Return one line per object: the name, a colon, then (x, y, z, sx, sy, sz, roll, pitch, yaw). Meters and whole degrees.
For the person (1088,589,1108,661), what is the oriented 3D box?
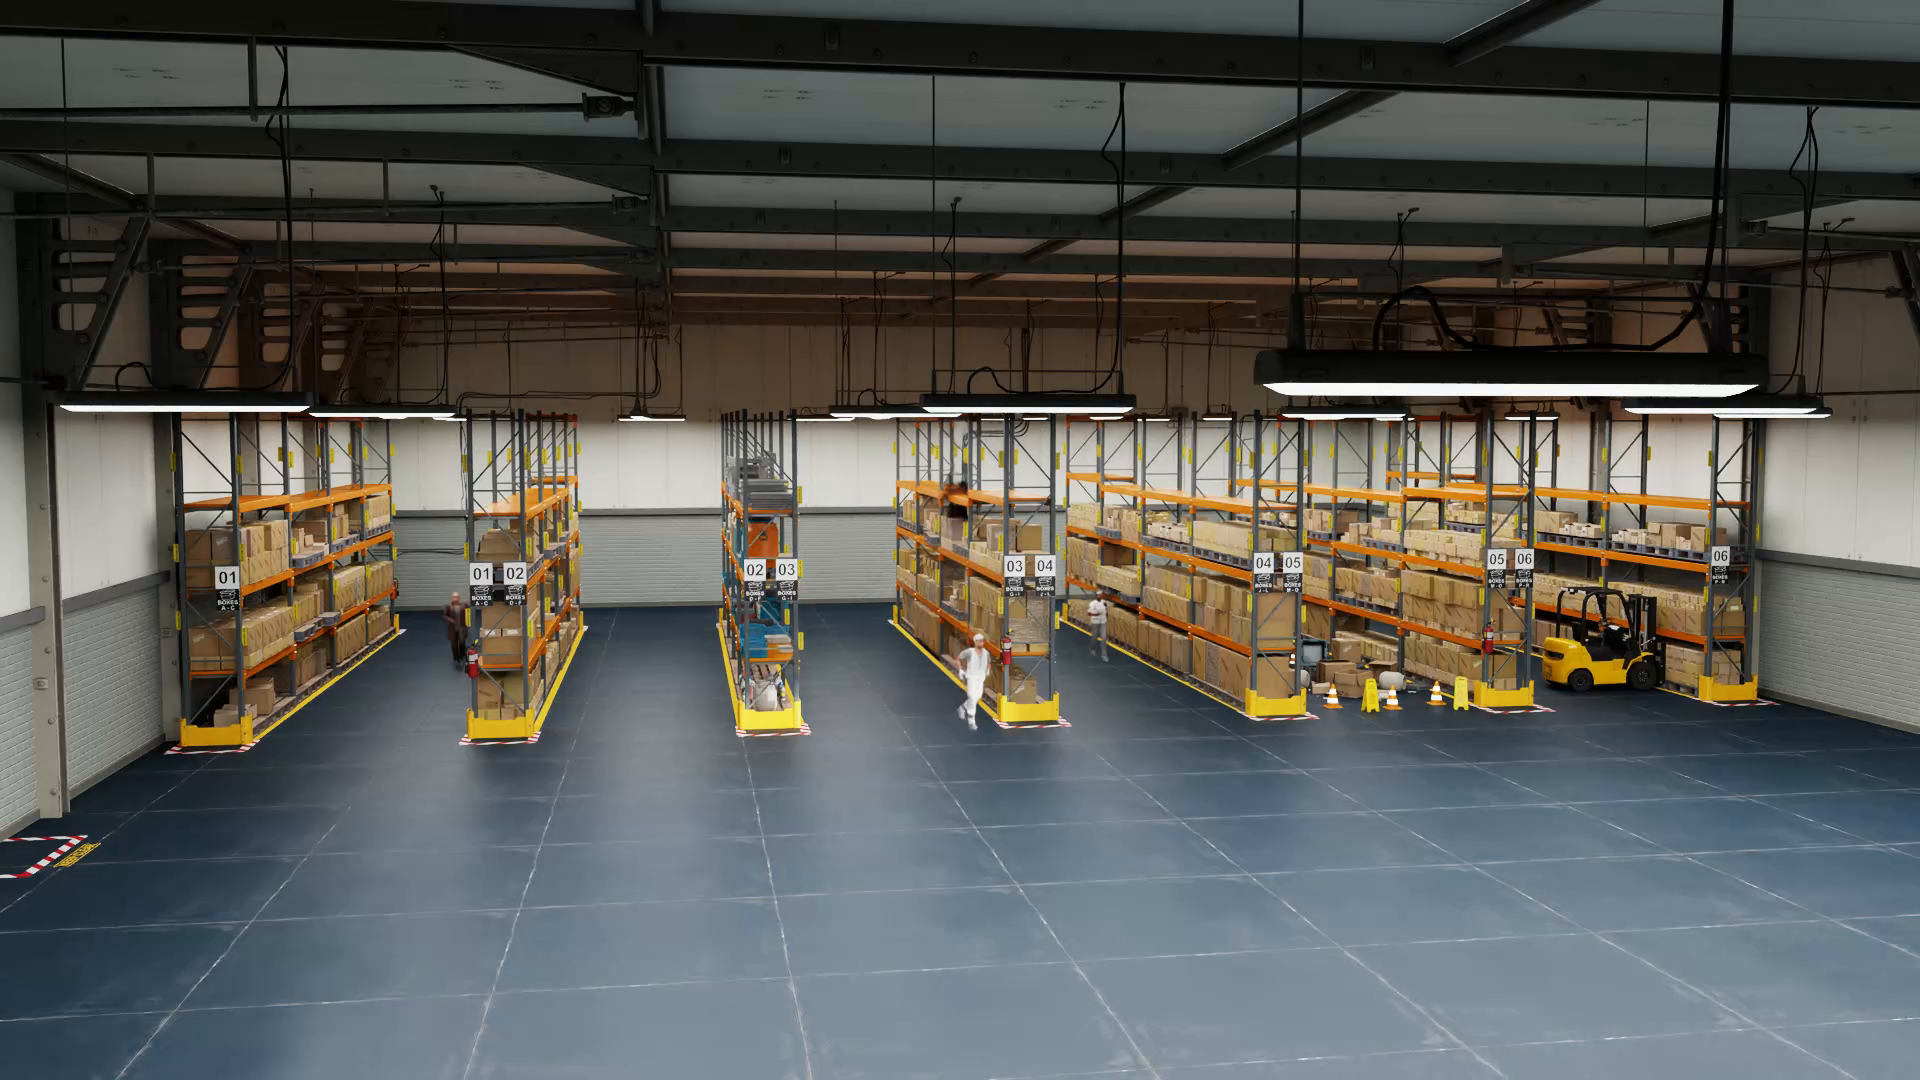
person: (3.366, 2.042, 40.410, 0.576, 1.717, 0.890, -1, 4, -13)

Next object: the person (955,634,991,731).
person: (0.270, 2.659, 31.487, 0.707, 1.776, 0.899, -2, 5, -29)

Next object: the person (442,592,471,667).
person: (-11.830, 2.114, 39.139, 0.672, 1.771, 0.837, -1, 4, -17)

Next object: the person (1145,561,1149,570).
person: (5.595, 1.428, 50.046, 0.623, 1.628, 0.582, -1, 4, -18)
